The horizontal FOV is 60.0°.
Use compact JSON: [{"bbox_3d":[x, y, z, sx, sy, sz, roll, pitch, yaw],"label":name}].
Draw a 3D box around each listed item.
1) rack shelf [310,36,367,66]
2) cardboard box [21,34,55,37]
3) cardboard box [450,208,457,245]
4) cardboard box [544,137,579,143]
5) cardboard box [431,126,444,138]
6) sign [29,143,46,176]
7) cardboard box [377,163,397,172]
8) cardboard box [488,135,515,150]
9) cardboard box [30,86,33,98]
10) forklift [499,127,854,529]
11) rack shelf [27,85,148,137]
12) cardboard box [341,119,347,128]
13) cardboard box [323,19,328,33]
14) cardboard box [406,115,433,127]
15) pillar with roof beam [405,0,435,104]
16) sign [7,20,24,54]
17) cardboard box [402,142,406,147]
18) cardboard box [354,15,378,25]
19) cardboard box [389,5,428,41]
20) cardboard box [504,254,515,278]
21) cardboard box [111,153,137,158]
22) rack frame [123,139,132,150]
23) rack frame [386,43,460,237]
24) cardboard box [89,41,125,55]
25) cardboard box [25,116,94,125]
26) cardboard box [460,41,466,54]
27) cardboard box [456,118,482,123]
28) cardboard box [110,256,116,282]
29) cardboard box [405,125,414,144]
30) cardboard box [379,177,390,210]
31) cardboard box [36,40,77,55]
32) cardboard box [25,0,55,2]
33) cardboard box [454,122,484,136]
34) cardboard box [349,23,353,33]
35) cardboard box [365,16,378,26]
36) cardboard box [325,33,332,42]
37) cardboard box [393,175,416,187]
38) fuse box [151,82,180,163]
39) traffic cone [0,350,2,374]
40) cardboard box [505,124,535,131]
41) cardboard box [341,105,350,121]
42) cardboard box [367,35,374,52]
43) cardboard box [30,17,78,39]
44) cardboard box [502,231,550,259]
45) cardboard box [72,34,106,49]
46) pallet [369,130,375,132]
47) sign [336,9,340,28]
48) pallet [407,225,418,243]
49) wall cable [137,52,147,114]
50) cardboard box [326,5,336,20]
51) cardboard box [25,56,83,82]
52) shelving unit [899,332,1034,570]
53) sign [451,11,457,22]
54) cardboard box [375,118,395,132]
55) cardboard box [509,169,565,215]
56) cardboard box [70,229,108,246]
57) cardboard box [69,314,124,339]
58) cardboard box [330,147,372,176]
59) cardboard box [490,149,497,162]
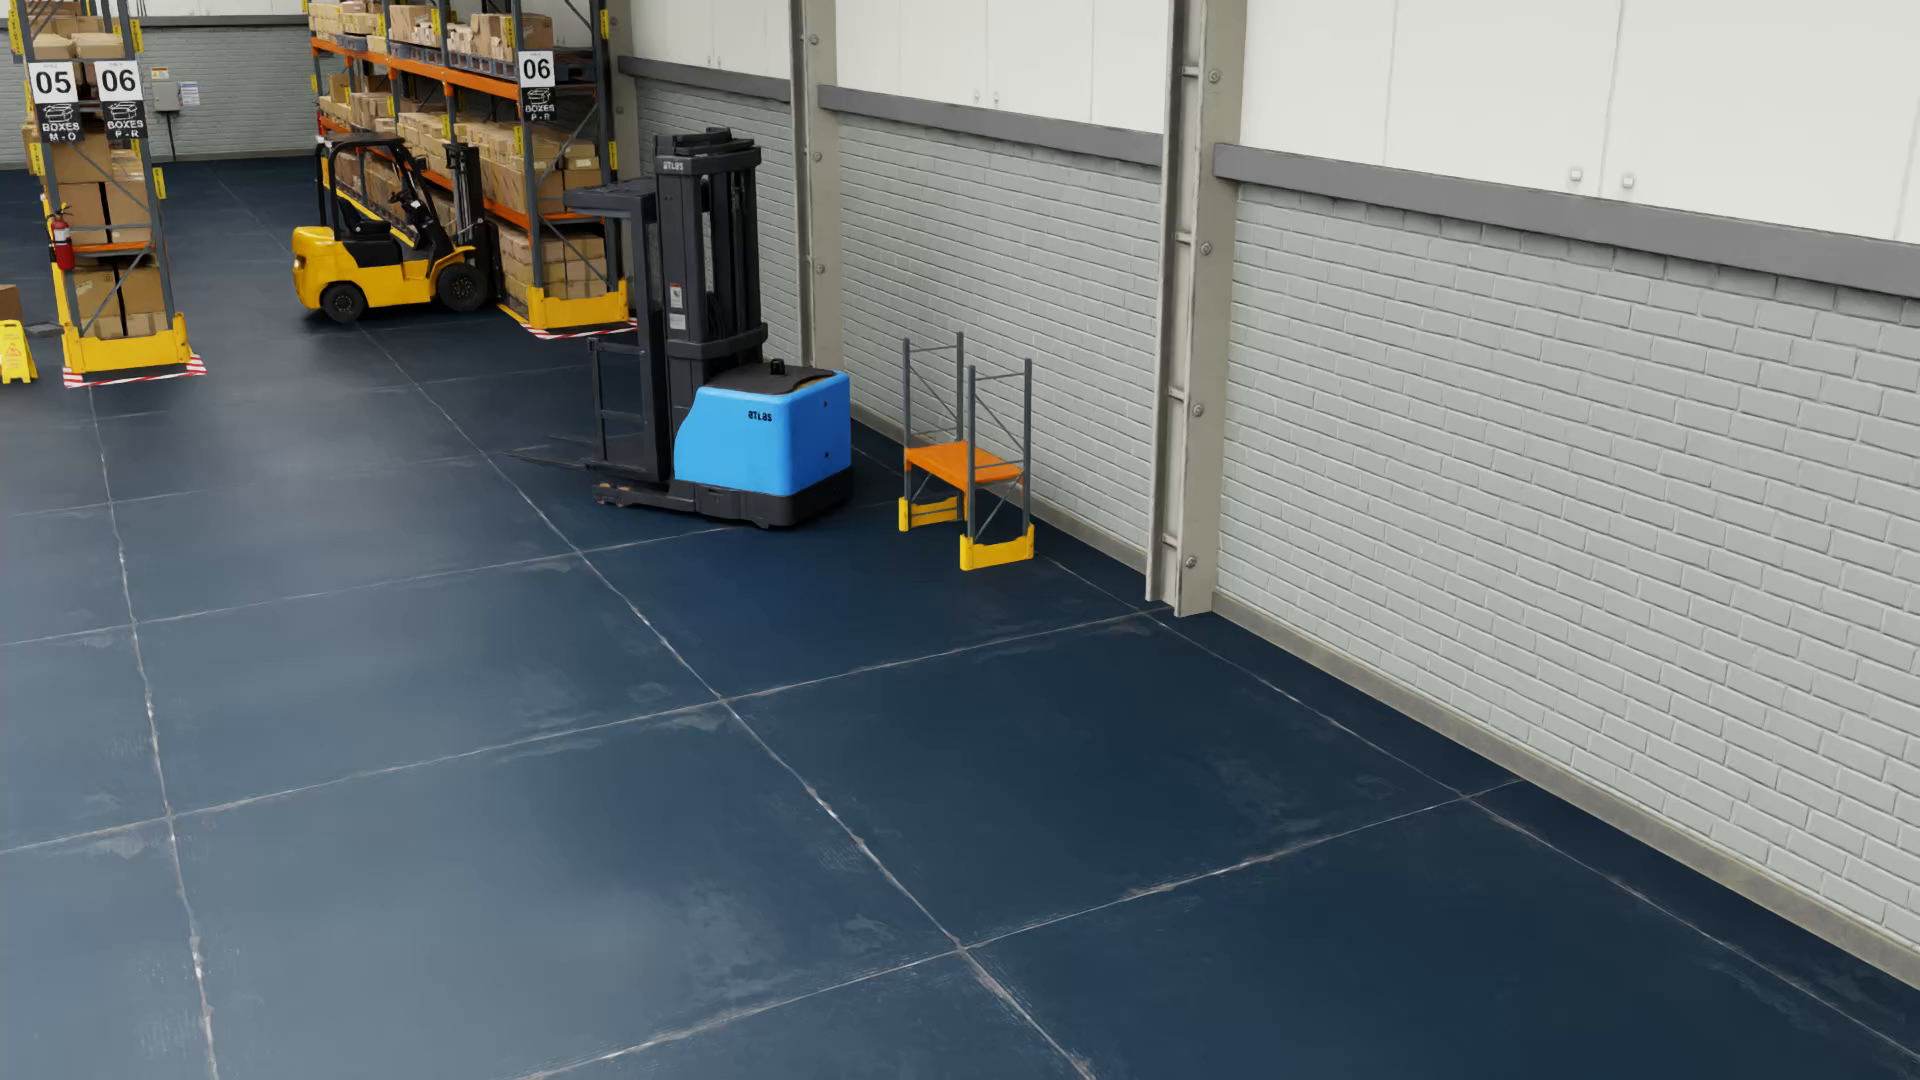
[{"bbox_3d":[-11.307,-9.181,31.144,1.077,0.370,4.000,-10,21,-27],"label":"rack shelf"},{"bbox_3d":[-11.062,-5.998,19.978,0.380,0.149,0.250,-10,22,-28],"label":"cardboard box"},{"bbox_3d":[-6.816,-4.456,23.945,0.875,0.625,0.625,-9,21,-24],"label":"cardboard box"},{"bbox_3d":[-4.967,-4.936,20.732,0.380,0.149,0.250,-10,21,-26],"label":"cardboard box"},{"bbox_3d":[-7.366,-5.855,23.852,0.380,0.149,0.250,-11,22,-28],"label":"cardboard box"},{"bbox_3d":[-9.523,-3.931,17.165,0.100,0.325,0.005,-10,21,-27],"label":"sign"},{"bbox_3d":[-9.947,-6.492,29.042,0.380,0.149,0.250,-10,22,-28],"label":"cardboard box"},{"bbox_3d":[-5.708,-5.000,20.918,0.380,0.149,0.250,-10,21,-26],"label":"cardboard box"},{"bbox_3d":[-9.588,-4.739,17.553,0.380,0.149,0.250,-10,21,-26],"label":"cardboard box"},{"bbox_3d":[-2.412,-1.790,13.325,3.031,2.935,1.130,10,21,26],"label":"forklift"},{"bbox_3d":[-9.975,-4.966,18.930,1.077,0.370,4.000,-10,21,-27],"label":"rack shelf"},{"bbox_3d":[-11.265,-7.753,30.887,0.380,0.149,0.250,-10,22,-27],"label":"cardboard box"},{"bbox_3d":[-11.528,-9.559,30.910,0.500,0.250,0.500,-10,22,-28],"label":"cardboard box"},{"bbox_3d":[-8.293,-6.451,25.581,0.380,0.149,0.250,-9,21,-25],"label":"cardboard box"},{"bbox_3d":[-13.683,-10.038,27.925,9.100,9.000,0.400,-10,21,-27],"label":"pillar with roof beam"},{"bbox_3d":[-9.523,-5.071,16.772,0.100,0.325,0.005,-10,21,-27],"label":"sign"},{"bbox_3d":[-8.462,-6.145,26.070,0.500,0.250,0.500,-10,21,-26],"label":"cardboard box"},{"bbox_3d":[-9.818,-8.628,27.570,0.380,0.149,0.250,-10,21,-26],"label":"cardboard box"},{"bbox_3d":[-8.328,-7.846,25.222,0.500,0.500,0.500,-10,21,-26],"label":"cardboard box"},{"bbox_3d":[-5.393,-3.456,20.854,0.500,0.250,0.500,-10,22,-27],"label":"cardboard box"},{"bbox_3d":[-10.244,-4.415,20.217,0.500,0.500,0.500,-9,21,-25],"label":"cardboard box"},{"bbox_3d":[-10.924,-4.463,20.965,1.000,3.000,0.127,-10,21,-27],"label":"rack frame"},{"bbox_3d":[-8.457,-6.381,26.524,1.000,3.000,0.127,-10,21,-27],"label":"rack frame"},{"bbox_3d":[-9.266,-5.359,18.127,0.380,0.149,0.250,-10,21,-27],"label":"cardboard box"},{"bbox_3d":[-10.468,-4.665,19.409,0.700,0.500,0.500,-11,22,-28],"label":"cardboard box"},{"bbox_3d":[-6.247,-6.381,21.515,0.380,0.149,0.250,-9,21,-25],"label":"cardboard box"},{"bbox_3d":[-7.379,-6.235,24.954,0.380,0.149,0.250,-9,21,-25],"label":"cardboard box"},{"bbox_3d":[-9.921,-3.295,20.005,0.500,0.500,0.500,-9,21,-24],"label":"cardboard box"},{"bbox_3d":[-8.225,-6.237,25.571,0.500,0.250,0.500,-9,21,-25],"label":"cardboard box"},{"bbox_3d":[-9.590,-5.927,28.398,0.500,0.500,0.500,-11,22,-29],"label":"cardboard box"},{"bbox_3d":[-9.958,-5.424,18.314,0.380,0.149,0.250,-11,22,-28],"label":"cardboard box"},{"bbox_3d":[-15.798,-9.016,28.614,0.500,0.500,0.500,-10,21,-26],"label":"cardboard box"},{"bbox_3d":[-6.668,-5.590,22.628,0.380,0.149,0.250,-10,21,-26],"label":"cardboard box"},{"bbox_3d":[-10.078,-8.634,28.043,0.380,0.149,0.250,-10,22,-27],"label":"cardboard box"},{"bbox_3d":[-9.497,-8.482,27.179,0.380,0.149,0.250,-10,21,-26],"label":"cardboard box"},{"bbox_3d":[-11.545,-9.323,30.838,0.380,0.149,0.250,-10,21,-26],"label":"cardboard box"},{"bbox_3d":[-9.072,-5.880,27.268,0.380,0.149,0.250,-11,22,-29],"label":"cardboard box"},{"bbox_3d":[-17.403,-9.197,36.661,0.539,1.711,0.414,-10,21,-27],"label":"fuse box"},{"bbox_3d":[-10.365,-2.039,17.830,0.336,0.463,0.334,-10,21,-27],"label":"traffic cone"},{"bbox_3d":[-5.920,-5.530,22.454,0.380,0.149,0.250,-10,22,-27],"label":"cardboard box"},{"bbox_3d":[-11.064,-7.849,30.552,0.500,0.250,0.500,-10,21,-26],"label":"cardboard box"},{"bbox_3d":[-9.392,-8.125,27.212,0.500,0.250,0.500,-10,21,-27],"label":"cardboard box"},{"bbox_3d":[-11.312,-6.391,20.776,0.500,0.250,0.500,-9,21,-25],"label":"cardboard box"},{"bbox_3d":[-5.399,-3.685,20.751,0.500,0.250,0.500,-10,21,-26],"label":"cardboard box"},{"bbox_3d":[-10.346,-5.930,19.783,0.380,0.149,0.250,-9,21,-25],"label":"cardboard box"},{"bbox_3d":[-9.385,-6.848,28.171,1.003,0.211,1.213,-10,21,-27],"label":"pallet"},{"bbox_3d":[-10.831,-9.105,29.028,0.100,0.325,0.005,-10,21,-27],"label":"sign"},{"bbox_3d":[-8.101,-4.820,26.277,1.003,0.211,1.213,-10,21,-27],"label":"pallet"},{"bbox_3d":[-18.078,-10.226,36.110,0.588,1.984,0.122,-10,21,-27],"label":"wall cable"},{"bbox_3d":[-11.290,-9.652,30.413,0.500,0.250,0.500,-10,21,-26],"label":"cardboard box"},{"bbox_3d":[-9.731,-5.054,17.854,0.500,0.250,0.500,-10,22,-27],"label":"cardboard box"},{"bbox_3d":[0.036,-0.687,12.323,0.587,1.500,1.083,-10,21,-27],"label":"shelving unit"},{"bbox_3d":[-7.965,-8.164,26.180,0.100,0.325,0.005,-10,21,-27],"label":"sign"},{"bbox_3d":[-9.243,-6.761,27.213,0.500,0.250,0.500,-11,22,-29],"label":"cardboard box"},{"bbox_3d":[-5.123,-4.232,20.144,0.500,0.500,0.500,-11,22,-28],"label":"cardboard box"},{"bbox_3d":[-9.391,-3.270,17.894,0.380,0.149,0.250,-9,21,-25],"label":"cardboard box"},{"bbox_3d":[-9.657,-2.410,18.589,0.500,0.250,0.500,-10,21,-27],"label":"cardboard box"},{"bbox_3d":[-12.049,-7.505,32.967,0.797,0.503,0.637,-11,22,-29],"label":"cardboard box"},{"bbox_3d":[-5.700,-4.859,20.966,0.380,0.149,0.250,-10,21,-26],"label":"cardboard box"}]
